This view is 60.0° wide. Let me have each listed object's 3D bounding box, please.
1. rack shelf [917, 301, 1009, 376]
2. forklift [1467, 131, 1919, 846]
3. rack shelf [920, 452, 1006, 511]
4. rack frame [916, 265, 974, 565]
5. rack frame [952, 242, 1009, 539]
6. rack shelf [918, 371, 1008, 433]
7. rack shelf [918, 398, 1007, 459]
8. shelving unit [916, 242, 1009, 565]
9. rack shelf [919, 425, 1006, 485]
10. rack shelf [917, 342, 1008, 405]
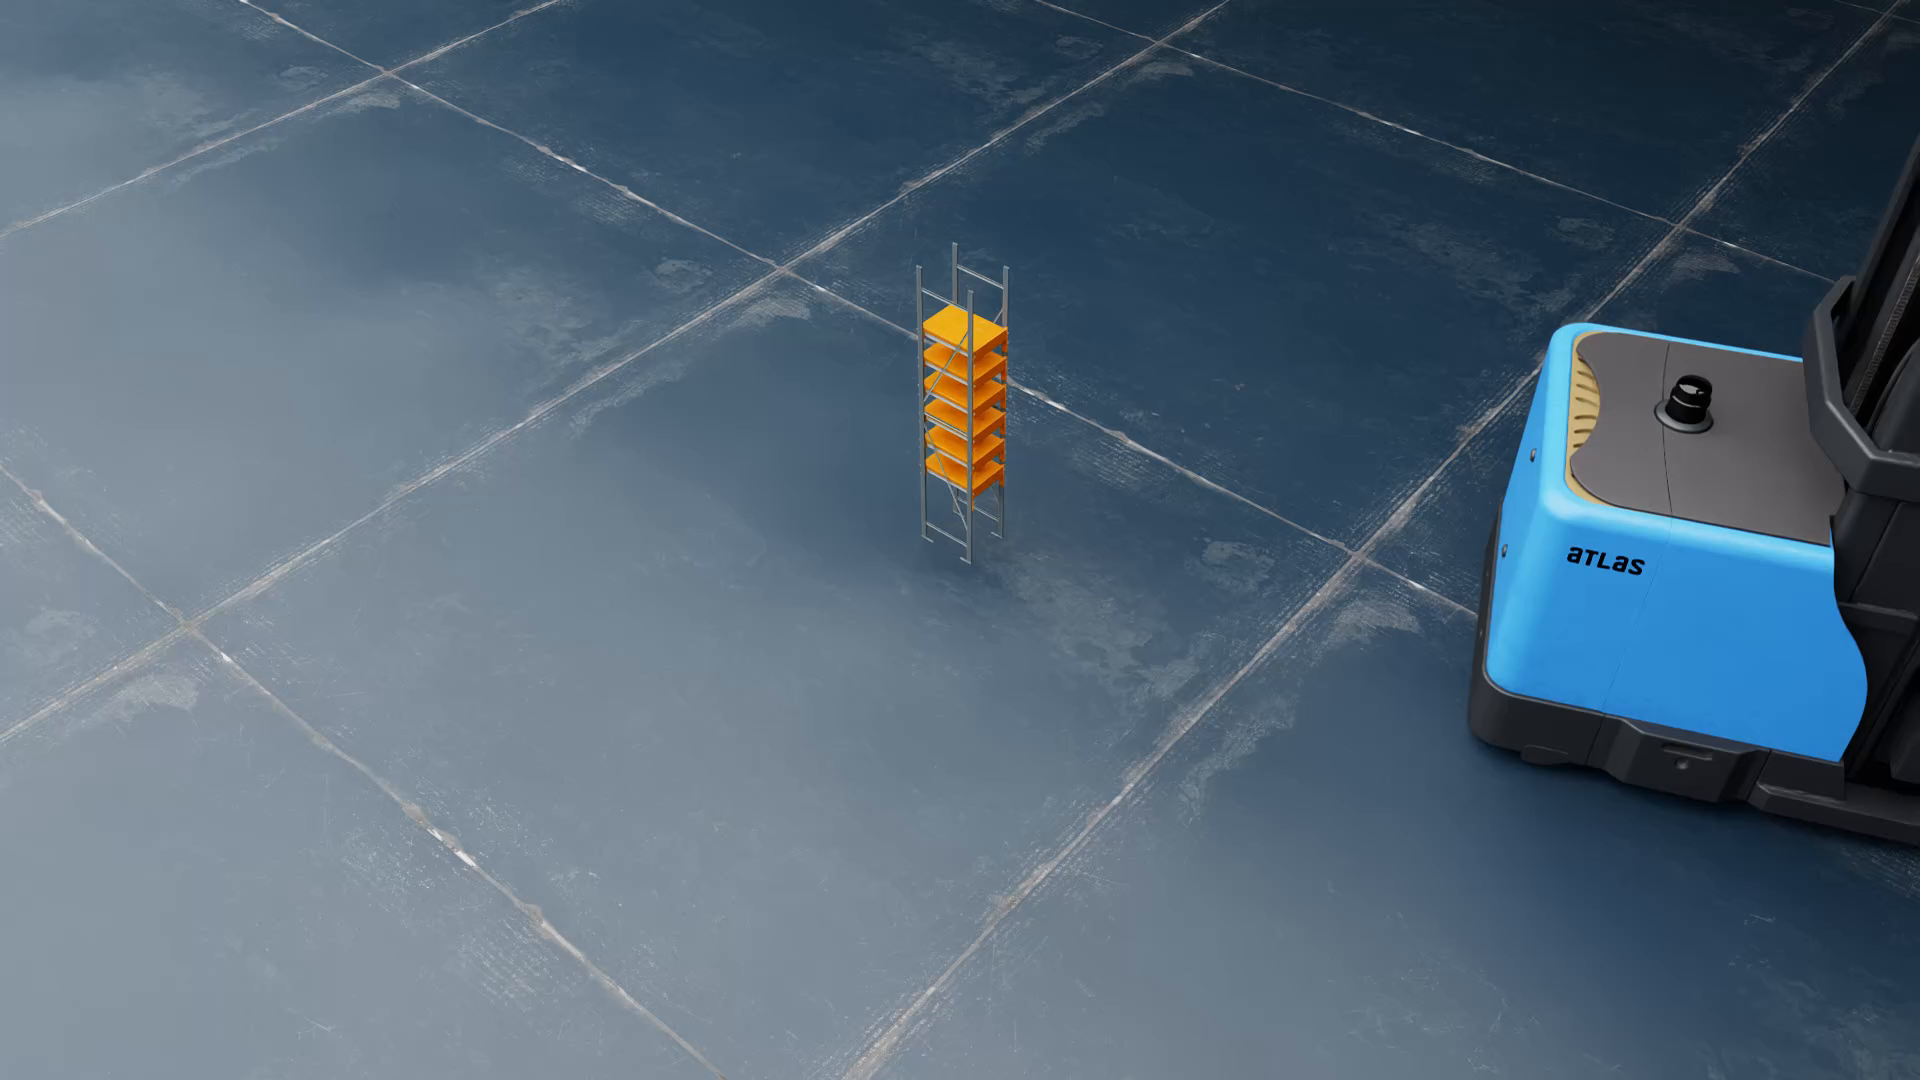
[{"bbox_3d":[0.009,-0.685,5.642,0.258,0.103,0.180,29,50,28],"label":"rack shelf"},{"bbox_3d":[3.249,-0.417,4.530,3.031,2.935,1.130,12,44,13],"label":"forklift"},{"bbox_3d":[0.009,-0.241,6.046,0.258,0.103,0.180,29,50,28],"label":"rack shelf"},{"bbox_3d":[-0.050,-0.404,5.803,0.240,1.200,0.006,29,50,28],"label":"rack frame"},{"bbox_3d":[0.068,-0.499,5.906,0.240,1.200,0.006,29,50,28],"label":"rack frame"},{"bbox_3d":[0.009,-0.507,5.804,0.258,0.103,0.180,29,50,28],"label":"rack shelf"},{"bbox_3d":[0.009,-0.419,5.884,0.258,0.103,0.180,29,50,28],"label":"rack shelf"},{"bbox_3d":[0.009,-0.451,5.855,0.258,1.200,0.189,29,50,28],"label":"shelving unit"},{"bbox_3d":[0.009,-0.330,5.965,0.258,0.103,0.180,29,50,28],"label":"rack shelf"},{"bbox_3d":[0.009,-0.596,5.723,0.258,0.103,0.180,29,50,28],"label":"rack shelf"}]
